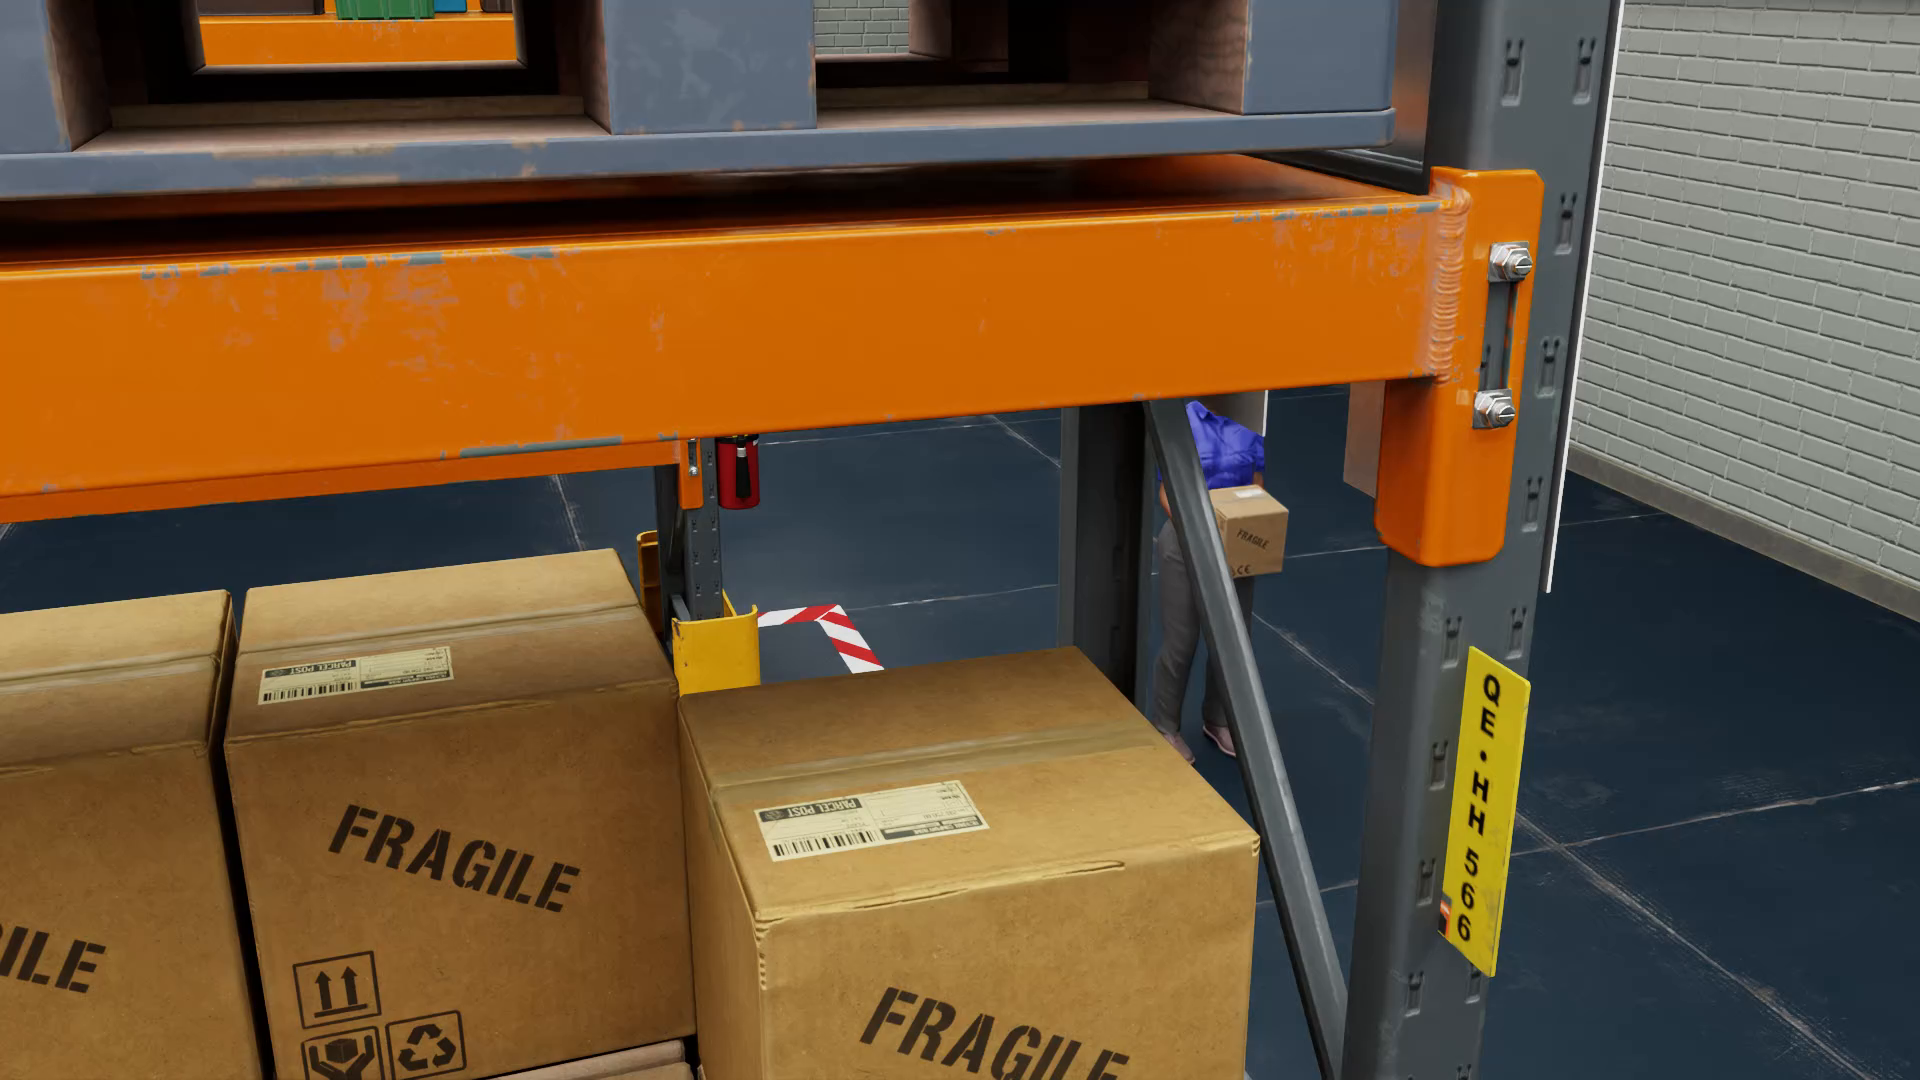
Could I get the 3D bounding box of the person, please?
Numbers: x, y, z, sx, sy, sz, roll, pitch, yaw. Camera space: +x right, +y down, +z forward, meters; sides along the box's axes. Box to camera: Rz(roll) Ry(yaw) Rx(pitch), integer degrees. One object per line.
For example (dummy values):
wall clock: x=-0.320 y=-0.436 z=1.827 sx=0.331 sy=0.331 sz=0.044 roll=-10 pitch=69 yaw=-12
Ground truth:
person: x=0.980 y=0.077 z=6.369 sx=0.449 sy=1.645 sz=0.515 roll=-6 pitch=20 yaw=-17
